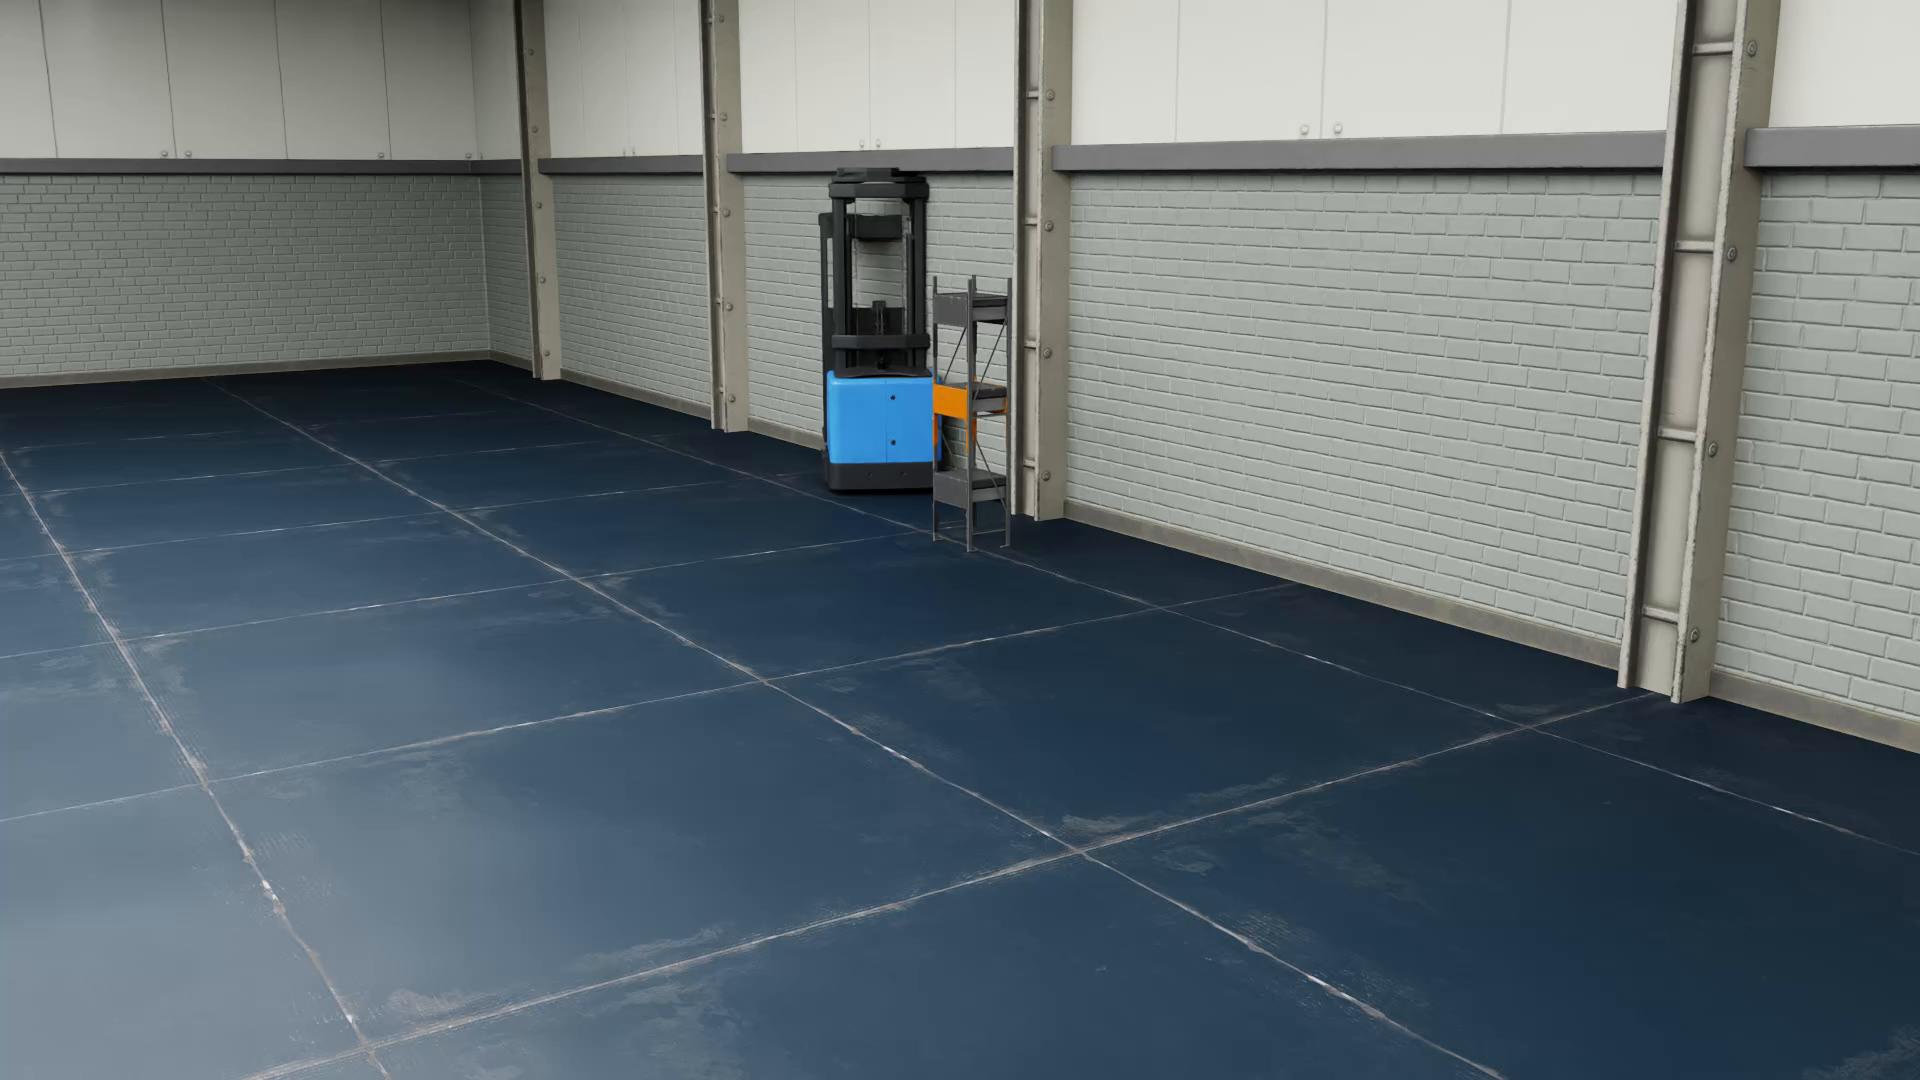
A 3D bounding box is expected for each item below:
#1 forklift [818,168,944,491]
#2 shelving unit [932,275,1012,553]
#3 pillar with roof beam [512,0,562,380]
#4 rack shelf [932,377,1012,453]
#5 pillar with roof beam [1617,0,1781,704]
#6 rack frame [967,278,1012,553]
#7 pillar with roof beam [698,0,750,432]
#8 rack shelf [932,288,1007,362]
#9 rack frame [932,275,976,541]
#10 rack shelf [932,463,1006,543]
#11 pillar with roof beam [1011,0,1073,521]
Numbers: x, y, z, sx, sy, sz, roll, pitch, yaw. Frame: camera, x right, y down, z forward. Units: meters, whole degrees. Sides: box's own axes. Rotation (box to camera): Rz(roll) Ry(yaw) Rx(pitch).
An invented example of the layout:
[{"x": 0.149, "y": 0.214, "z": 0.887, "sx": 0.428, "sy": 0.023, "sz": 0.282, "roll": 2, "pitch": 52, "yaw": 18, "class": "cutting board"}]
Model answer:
[{"x": -0.820, "y": -2.149, "z": 16.327, "sx": 1.130, "sy": 2.935, "sz": 3.031, "roll": -1, "pitch": 12, "yaw": -6, "class": "forklift"}, {"x": 0.092, "y": -0.996, "z": 13.003, "sx": 0.431, "sy": 2.100, "sz": 0.503, "roll": -8, "pitch": 15, "yaw": -33, "class": "shelving unit"}, {"x": -9.554, "y": -6.234, "z": 20.803, "sx": 9.100, "sy": 9.000, "sz": 0.400, "roll": -8, "pitch": 15, "yaw": -33, "class": "pillar with roof beam"}, {"x": 0.092, "y": -0.983, "z": 13.006, "sx": 0.431, "sy": 0.518, "sz": 0.480, "roll": -8, "pitch": 15, "yaw": -33, "class": "rack shelf"}, {"x": 0.418, "y": -3.032, "z": 6.164, "sx": 9.100, "sy": 9.000, "sz": 0.400, "roll": -8, "pitch": 15, "yaw": -33, "class": "pillar with roof beam"}, {"x": 0.227, "y": -0.953, "z": 12.804, "sx": 0.400, "sy": 2.100, "sz": 0.015, "roll": -8, "pitch": 15, "yaw": -33, "class": "rack frame"}, {"x": -6.230, "y": -5.166, "z": 15.923, "sx": 9.100, "sy": 9.000, "sz": 0.400, "roll": -8, "pitch": 15, "yaw": -33, "class": "pillar with roof beam"}, {"x": 0.092, "y": -1.667, "z": 12.856, "sx": 0.431, "sy": 0.518, "sz": 0.480, "roll": -8, "pitch": 15, "yaw": -33, "class": "rack shelf"}, {"x": -0.043, "y": -1.040, "z": 13.201, "sx": 0.400, "sy": 2.100, "sz": 0.015, "roll": -8, "pitch": 15, "yaw": -33, "class": "rack frame"}, {"x": 0.092, "y": -0.299, "z": 13.155, "sx": 0.431, "sy": 0.518, "sz": 0.480, "roll": -8, "pitch": 15, "yaw": -33, "class": "rack shelf"}, {"x": -2.906, "y": -4.099, "z": 11.044, "sx": 9.100, "sy": 9.000, "sz": 0.400, "roll": -8, "pitch": 15, "yaw": -33, "class": "pillar with roof beam"}]
